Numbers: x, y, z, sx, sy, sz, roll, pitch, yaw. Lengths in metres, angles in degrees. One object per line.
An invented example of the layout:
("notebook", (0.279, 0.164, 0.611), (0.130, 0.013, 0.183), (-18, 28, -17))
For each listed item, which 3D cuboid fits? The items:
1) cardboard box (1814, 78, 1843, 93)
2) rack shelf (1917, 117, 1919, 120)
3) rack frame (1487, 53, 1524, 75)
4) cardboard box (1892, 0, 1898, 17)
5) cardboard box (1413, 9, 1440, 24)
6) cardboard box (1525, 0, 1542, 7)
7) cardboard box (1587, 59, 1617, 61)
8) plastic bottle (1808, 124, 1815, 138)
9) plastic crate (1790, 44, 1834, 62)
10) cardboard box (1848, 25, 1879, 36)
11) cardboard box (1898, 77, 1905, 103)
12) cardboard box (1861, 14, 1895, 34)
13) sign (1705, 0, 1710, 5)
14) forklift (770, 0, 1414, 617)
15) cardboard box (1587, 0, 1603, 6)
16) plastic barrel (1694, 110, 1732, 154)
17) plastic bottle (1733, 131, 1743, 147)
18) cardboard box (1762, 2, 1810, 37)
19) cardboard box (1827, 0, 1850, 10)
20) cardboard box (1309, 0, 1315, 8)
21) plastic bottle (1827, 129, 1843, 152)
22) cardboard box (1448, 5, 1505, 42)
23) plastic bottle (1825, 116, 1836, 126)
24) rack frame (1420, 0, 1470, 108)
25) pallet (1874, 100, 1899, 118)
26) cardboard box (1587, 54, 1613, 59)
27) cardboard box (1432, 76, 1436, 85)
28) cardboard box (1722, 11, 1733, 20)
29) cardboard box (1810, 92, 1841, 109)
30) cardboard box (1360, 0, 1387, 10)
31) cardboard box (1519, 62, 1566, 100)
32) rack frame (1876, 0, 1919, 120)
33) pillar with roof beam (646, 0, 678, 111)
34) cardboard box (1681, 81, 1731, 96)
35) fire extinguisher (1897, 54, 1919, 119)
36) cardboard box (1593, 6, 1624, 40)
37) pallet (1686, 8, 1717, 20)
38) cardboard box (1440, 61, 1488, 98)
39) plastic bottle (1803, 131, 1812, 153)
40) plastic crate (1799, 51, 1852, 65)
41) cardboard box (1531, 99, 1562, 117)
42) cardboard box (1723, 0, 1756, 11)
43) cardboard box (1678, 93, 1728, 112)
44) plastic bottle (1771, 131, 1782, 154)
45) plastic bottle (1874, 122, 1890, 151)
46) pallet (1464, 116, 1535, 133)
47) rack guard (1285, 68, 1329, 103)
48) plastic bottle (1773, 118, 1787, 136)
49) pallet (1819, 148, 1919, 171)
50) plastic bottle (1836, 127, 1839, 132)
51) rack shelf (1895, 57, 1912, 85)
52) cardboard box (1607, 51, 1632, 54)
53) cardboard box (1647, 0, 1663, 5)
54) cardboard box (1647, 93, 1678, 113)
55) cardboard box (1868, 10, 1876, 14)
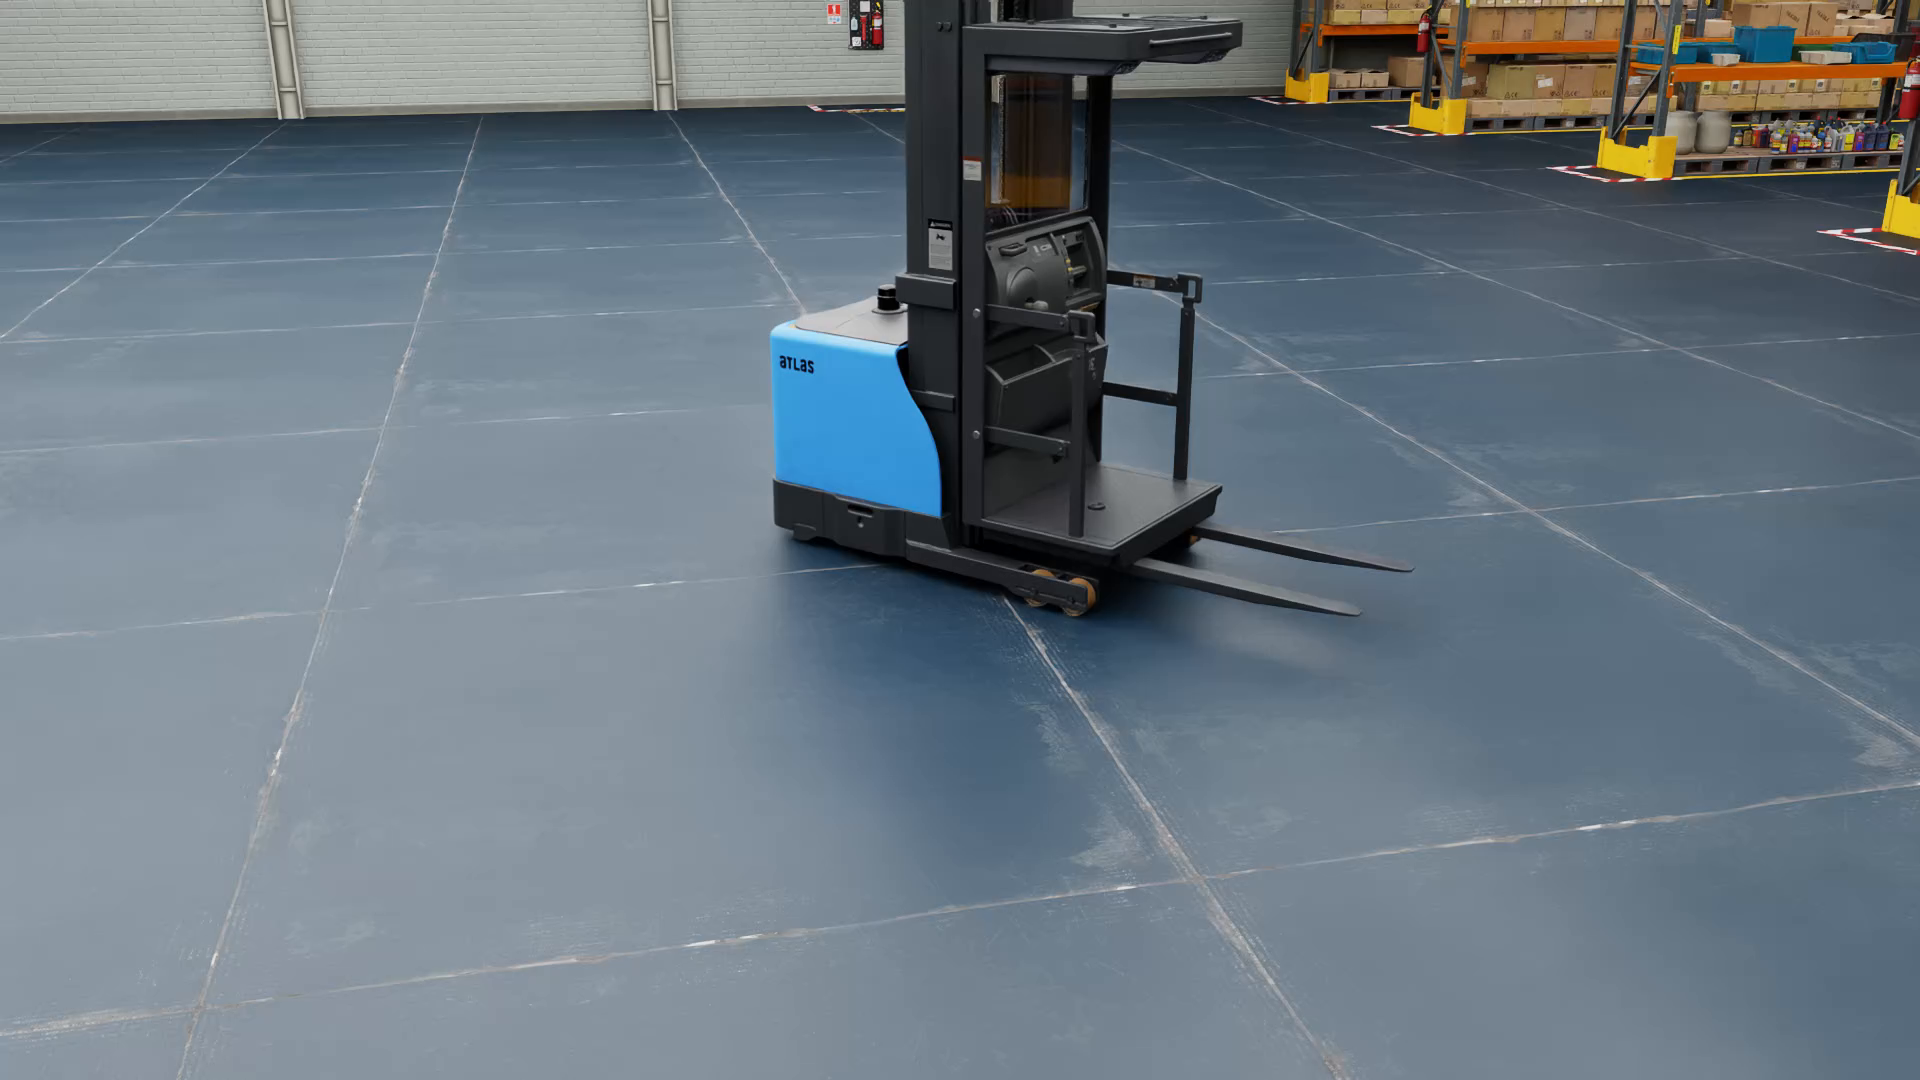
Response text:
("cardboard box", (13.649, -7.295, 26.440), (0.500, 0.311, 0.500), (-5, 21, -13))
("rack shelf", (11.536, -4.203, 16.473), (4.000, 0.370, 1.077), (-5, 21, -12))
("rack frame", (10.062, -9.673, 30.360), (0.127, 3.000, 1.000), (-5, 21, -12))
("cardboard box", (18.379, -10.484, 32.139), (0.700, 0.700, 0.980), (-4, 21, -12))
("cardboard box", (8.209, -9.351, 29.670), (0.500, 0.250, 0.500), (-4, 21, -12))
("cardboard box", (8.490, -8.069, 24.894), (0.250, 0.149, 0.380), (-5, 21, -13))
("cardboard box", (10.198, -7.299, 26.176), (0.500, 0.500, 0.500), (-5, 21, -12))
("plastic bottle", (11.143, -5.318, 21.799), (0.097, 0.271, 0.097), (0, 20, 0))
("plastic crate", (10.956, -6.244, 21.308), (0.662, 0.188, 0.450), (-5, 21, -12))
("cardboard box", (14.287, -8.050, 26.295), (0.250, 0.149, 0.380), (-5, 21, -12))
("cardboard box", (15.607, -7.305, 26.890), (0.500, 0.500, 0.500), (-4, 20, -10))
("cardboard box", (14.735, -8.276, 26.675), (0.500, 0.311, 0.500), (-3, 20, -9))
("sign", (11.335, -8.273, 25.165), (0.005, 0.325, 0.100), (-5, 21, -12))
("forklift", (0.570, -1.246, 7.455), (3.031, 2.935, 1.130), (13, 24, 32))
("cardboard box", (9.497, -8.151, 25.118), (0.250, 0.149, 0.380), (-4, 20, -11))
("plastic barrel", (9.560, -5.187, 21.119), (0.421, 0.512, 0.421), (0, 20, 0))
("plastic bottle", (10.136, -5.225, 21.646), (0.097, 0.201, 0.097), (0, 20, 0))
("cardboard box", (12.957, -8.199, 26.190), (0.500, 0.500, 0.500), (-5, 21, -12))
("cardboard box", (16.471, -10.301, 31.467), (0.500, 0.500, 0.500), (-5, 21, -12))
("cardboard box", (6.580, -9.756, 29.685), (0.500, 0.500, 0.500), (-5, 21, -13))
("plastic bottle", (11.122, -5.085, 21.155), (0.135, 0.276, 0.152), (-4, 21, -11))
("cardboard box", (7.771, -7.778, 25.042), (0.500, 0.500, 0.700), (-5, 21, -12))
("plastic bottle", (11.461, -5.395, 21.892), (0.185, 0.351, 0.144), (-4, 21, -11))
("rack frame", (7.313, -7.698, 24.970), (0.127, 3.000, 1.000), (-5, 21, -12))
("pallet", (15.834, -7.069, 27.305), (1.213, 0.211, 1.003), (-5, 21, -12))
("cardboard box", (11.772, -8.854, 31.119), (0.500, 0.500, 0.700), (-4, 21, -12))
("cardboard box", (8.501, -8.421, 30.447), (0.250, 0.149, 0.380), (-6, 21, -17))
("cardboard box", (14.329, -9.830, 31.123), (0.250, 0.149, 0.380), (-5, 21, -13))
("cardboard box", (13.652, -7.034, 26.542), (0.500, 0.250, 0.500), (-4, 21, -11))
("cardboard box", (7.187, -9.620, 29.315), (0.500, 0.500, 0.500), (-5, 21, -12))
("cardboard box", (8.856, -7.009, 25.384), (0.500, 0.500, 0.500), (-5, 21, -12))
("rack frame", (15.099, -8.332, 26.698), (0.127, 3.000, 1.000), (-5, 21, -12))
("pillar with roof beam", (-4.035, -10.127, 22.879), (0.400, 9.000, 9.100), (-5, 21, -12))
("cardboard box", (11.665, -7.134, 26.000), (0.500, 0.311, 0.500), (-5, 21, -12))
("fire extinguisher", (9.372, -4.491, 16.326), (0.183, 0.674, 0.296), (-5, 21, -12))
("cardboard box", (9.775, -7.942, 25.491), (0.500, 0.500, 0.700), (-4, 21, -12))
("pallet", (13.286, -9.807, 31.006), (1.003, 0.211, 1.213), (-5, 21, -12))
("cardboard box", (7.767, -7.099, 25.629), (0.500, 0.500, 0.500), (-5, 21, -12))
("plastic bottle", (10.717, -5.040, 21.039), (0.097, 0.271, 0.097), (0, 20, 0))
("plastic crate", (10.820, -6.020, 20.770), (0.437, 0.136, 0.530), (-5, 21, -12))
("cardboard box", (8.859, -6.653, 25.502), (0.500, 0.250, 0.500), (-5, 21, -12))
("cardboard box", (14.487, -10.138, 31.023), (0.500, 0.500, 0.500), (-4, 21, -11))
("cardboard box", (11.655, -6.870, 26.096), (0.500, 0.250, 0.500), (-5, 21, -14))
("plastic bottle", (10.286, -5.005, 20.943), (0.097, 0.271, 0.097), (0, 20, 0))
("plastic bottle", (11.782, -5.172, 21.284), (0.185, 0.351, 0.144), (-5, 21, -14))
("pallet", (8.048, -6.464, 25.653), (1.213, 0.211, 1.003), (-5, 21, -12))
("rack guard", (6.244, -8.189, 29.942), (0.348, 0.500, 1.175), (-5, 21, -12))
("plastic bottle", (10.683, -5.331, 21.719), (0.185, 0.351, 0.144), (-4, 20, -10))
("pallet", (11.679, -5.008, 21.680), (1.213, 0.211, 1.003), (-5, 21, -12))
("plastic bottle", (11.232, -5.132, 21.273), (0.133, 0.283, 0.061), (-5, 21, -12))
("rack shelf", (14.288, -6.177, 21.863), (4.000, 0.370, 1.077), (-5, 21, -12))
("cardboard box", (12.198, -9.234, 31.065), (0.500, 0.250, 0.500), (-5, 21, -13))
("cardboard box", (10.495, -8.233, 25.340), (0.250, 0.149, 0.380), (-5, 21, -14))
("cardboard box", (10.805, -6.811, 25.935), (0.500, 0.250, 0.500), (-5, 21, -12))
("cardboard box", (17.344, -10.048, 31.720), (0.250, 0.149, 0.380), (-4, 21, -11))
